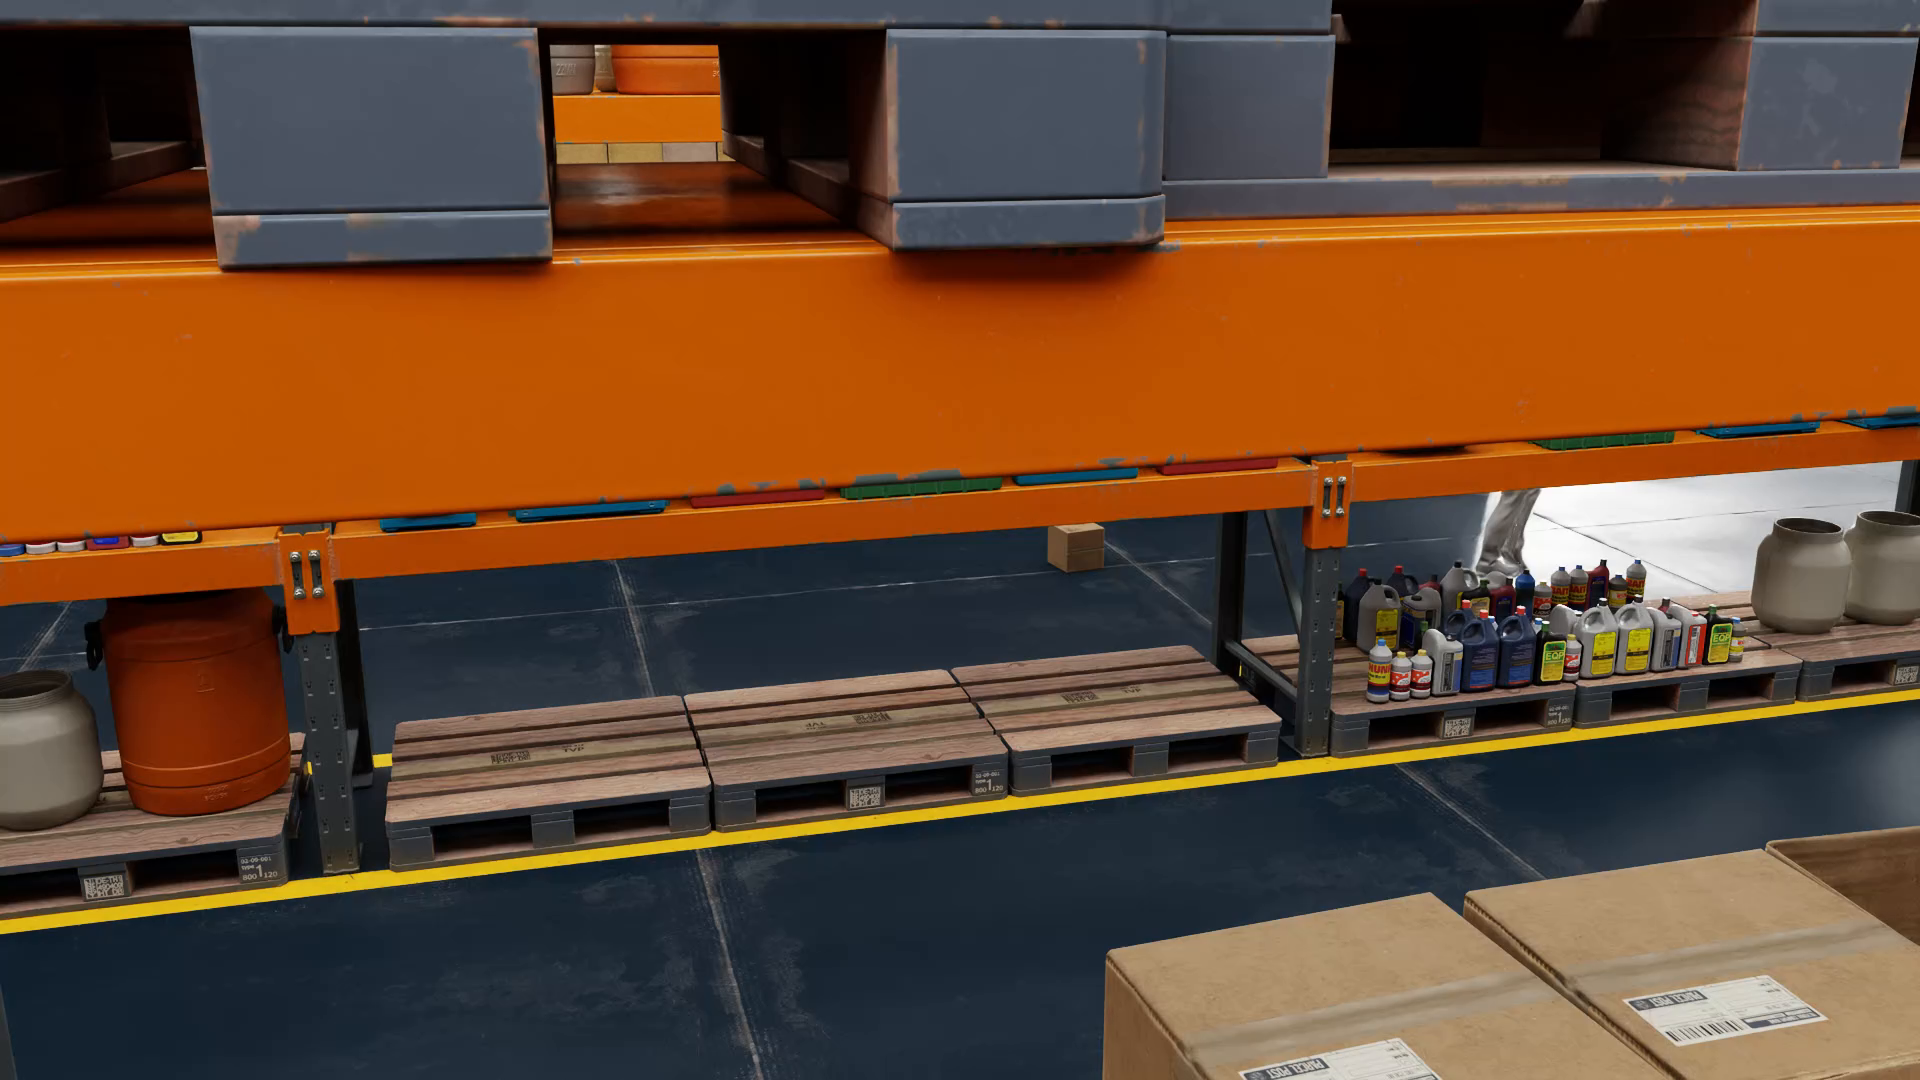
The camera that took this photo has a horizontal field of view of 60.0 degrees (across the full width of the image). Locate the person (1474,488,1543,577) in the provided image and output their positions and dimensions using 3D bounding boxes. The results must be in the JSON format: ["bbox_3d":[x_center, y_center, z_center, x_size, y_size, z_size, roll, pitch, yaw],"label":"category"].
[{"bbox_3d":[3.220,-0.583,9.488,0.500,1.729,0.523,-4,17,-14],"label":"person"}]
